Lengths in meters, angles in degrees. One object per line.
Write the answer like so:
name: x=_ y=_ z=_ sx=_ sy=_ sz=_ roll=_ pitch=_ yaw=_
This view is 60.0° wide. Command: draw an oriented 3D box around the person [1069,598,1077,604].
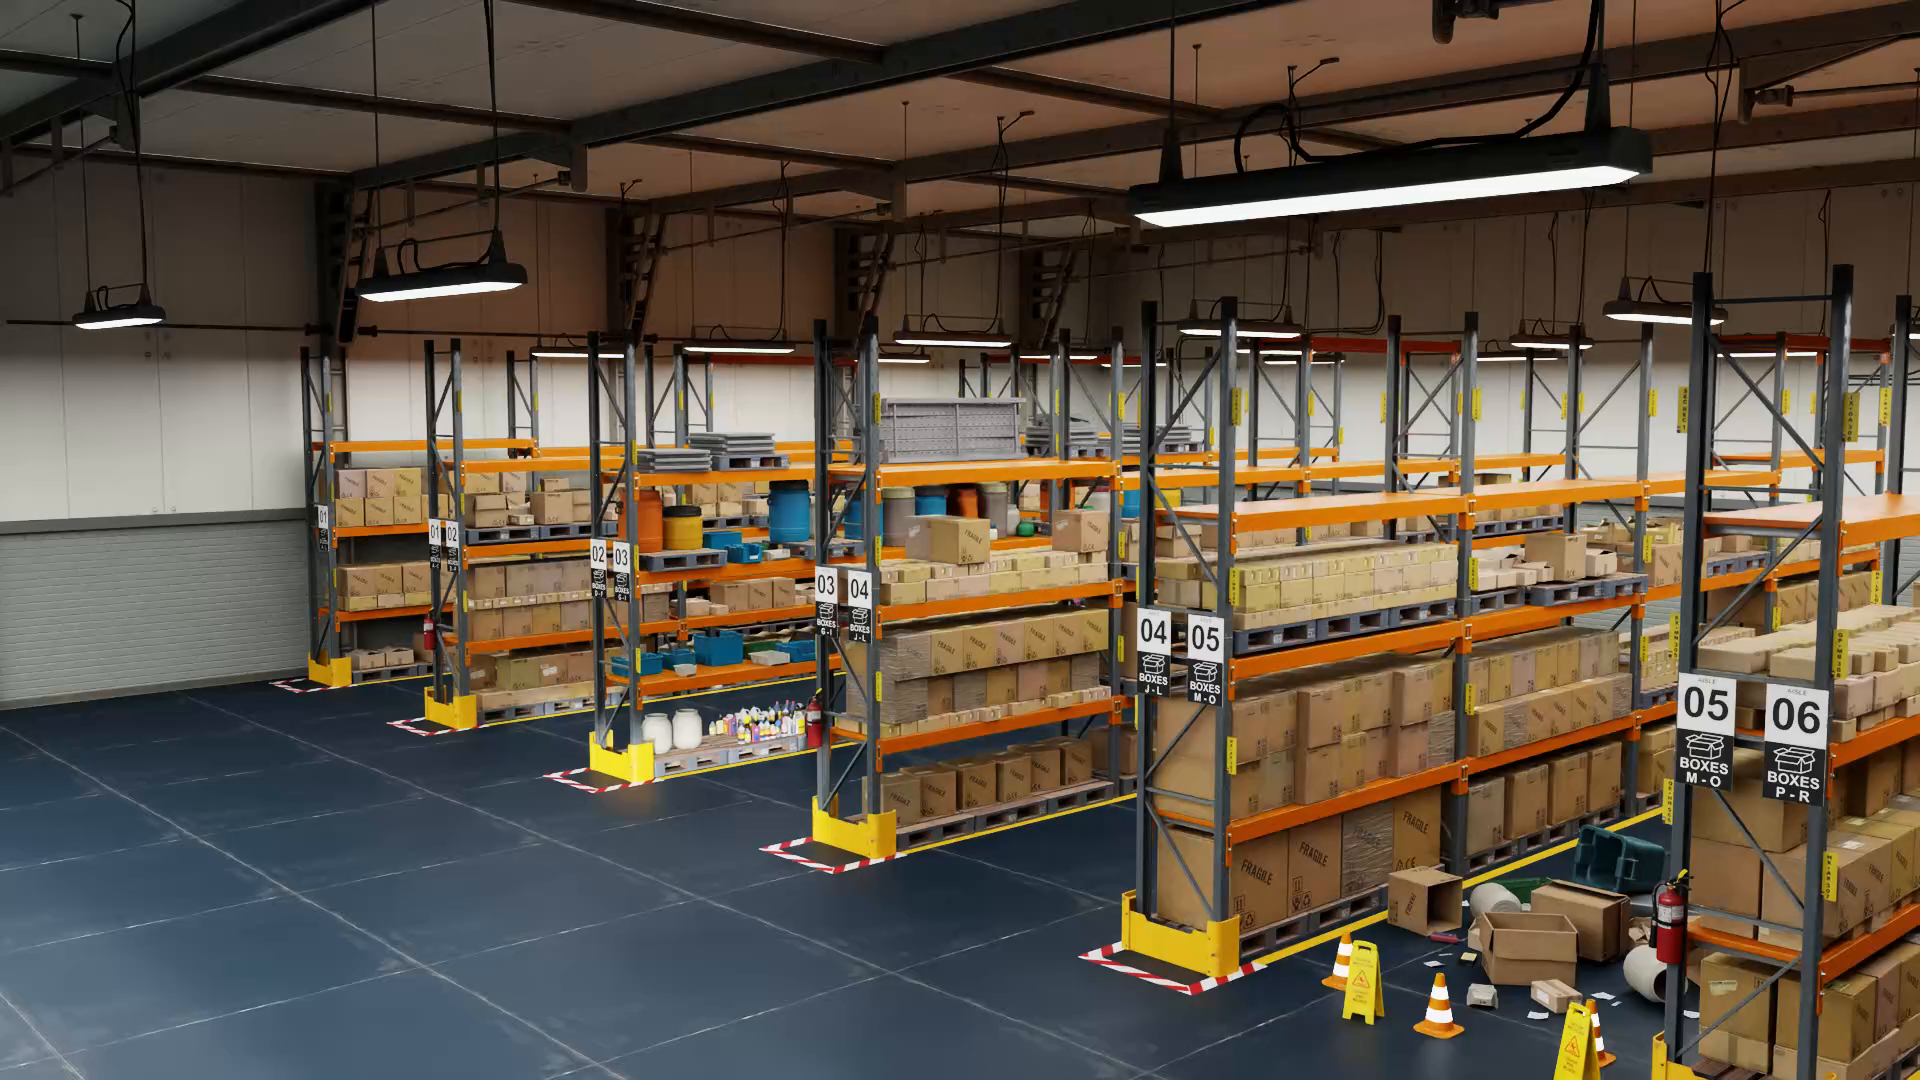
person: x=1.885 y=1.619 z=30.848 sx=1.003 sy=1.708 sz=0.699 roll=-4 pitch=7 yaw=-40

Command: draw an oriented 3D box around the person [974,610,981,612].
person: x=0.307 y=1.971 z=25.584 sx=0.397 sy=1.784 sz=0.590 roll=1 pitch=5 yaw=14

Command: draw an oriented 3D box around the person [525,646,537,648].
person: x=-7.583 y=1.788 z=29.062 sx=0.477 sy=1.717 sz=0.511 roll=-2 pitch=5 yaw=-23
